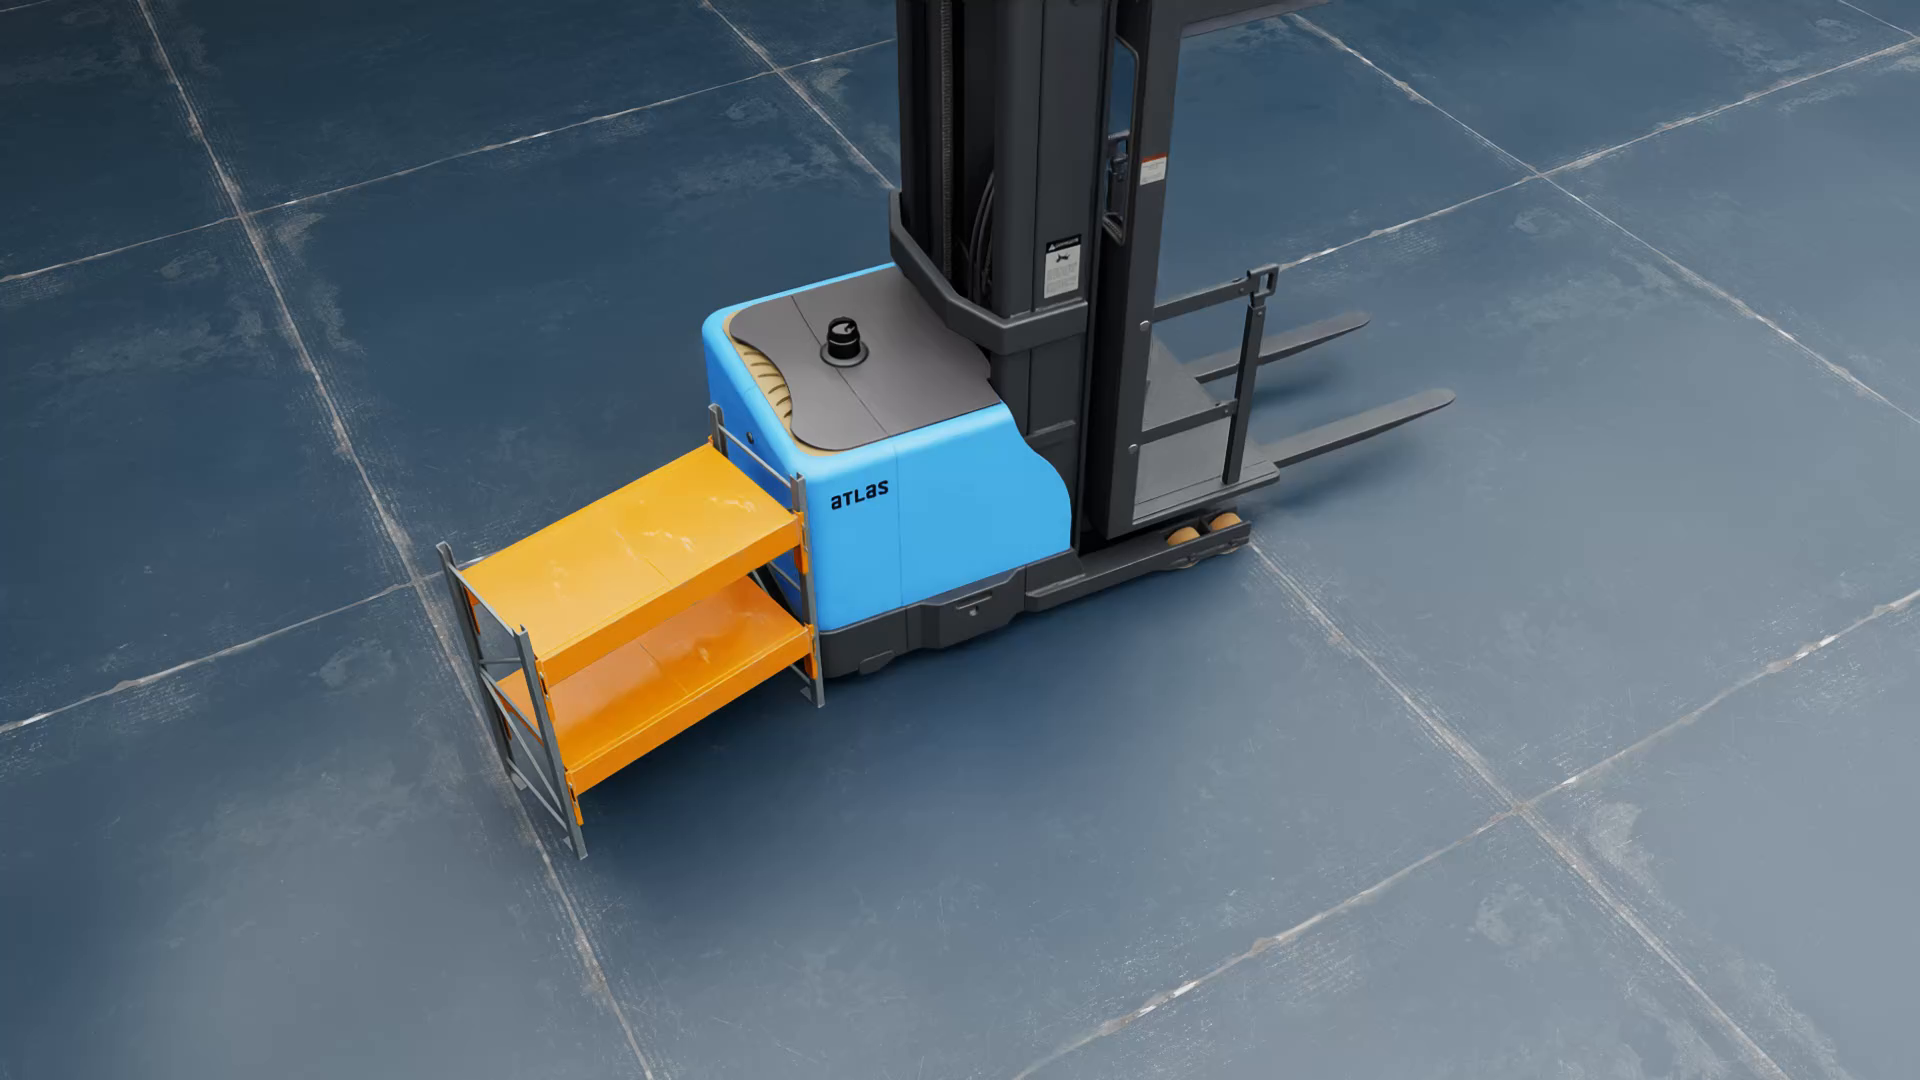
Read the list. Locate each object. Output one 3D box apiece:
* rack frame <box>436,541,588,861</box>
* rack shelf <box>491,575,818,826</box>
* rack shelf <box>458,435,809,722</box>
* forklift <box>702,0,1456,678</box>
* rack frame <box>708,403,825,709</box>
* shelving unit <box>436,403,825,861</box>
[{"bbox_3d":[-1.439,0.545,5.381,0.032,1.125,0.500,-31,52,-28],"label":"rack frame"},{"bbox_3d":[-1.056,0.487,5.791,1.000,0.278,0.538,-31,52,-28],"label":"rack shelf"},{"bbox_3d":[-1.056,0.102,5.417,1.000,0.278,0.538,-31,52,-28],"label":"rack shelf"},{"bbox_3d":[0.600,-1.252,5.935,3.031,2.935,1.130,-19,47,-18],"label":"forklift"},{"bbox_3d":[-0.673,0.079,5.861,0.032,1.125,0.500,-31,52,-28],"label":"rack frame"},{"bbox_3d":[-1.056,0.312,5.621,1.048,1.125,0.538,-31,52,-28],"label":"shelving unit"}]
